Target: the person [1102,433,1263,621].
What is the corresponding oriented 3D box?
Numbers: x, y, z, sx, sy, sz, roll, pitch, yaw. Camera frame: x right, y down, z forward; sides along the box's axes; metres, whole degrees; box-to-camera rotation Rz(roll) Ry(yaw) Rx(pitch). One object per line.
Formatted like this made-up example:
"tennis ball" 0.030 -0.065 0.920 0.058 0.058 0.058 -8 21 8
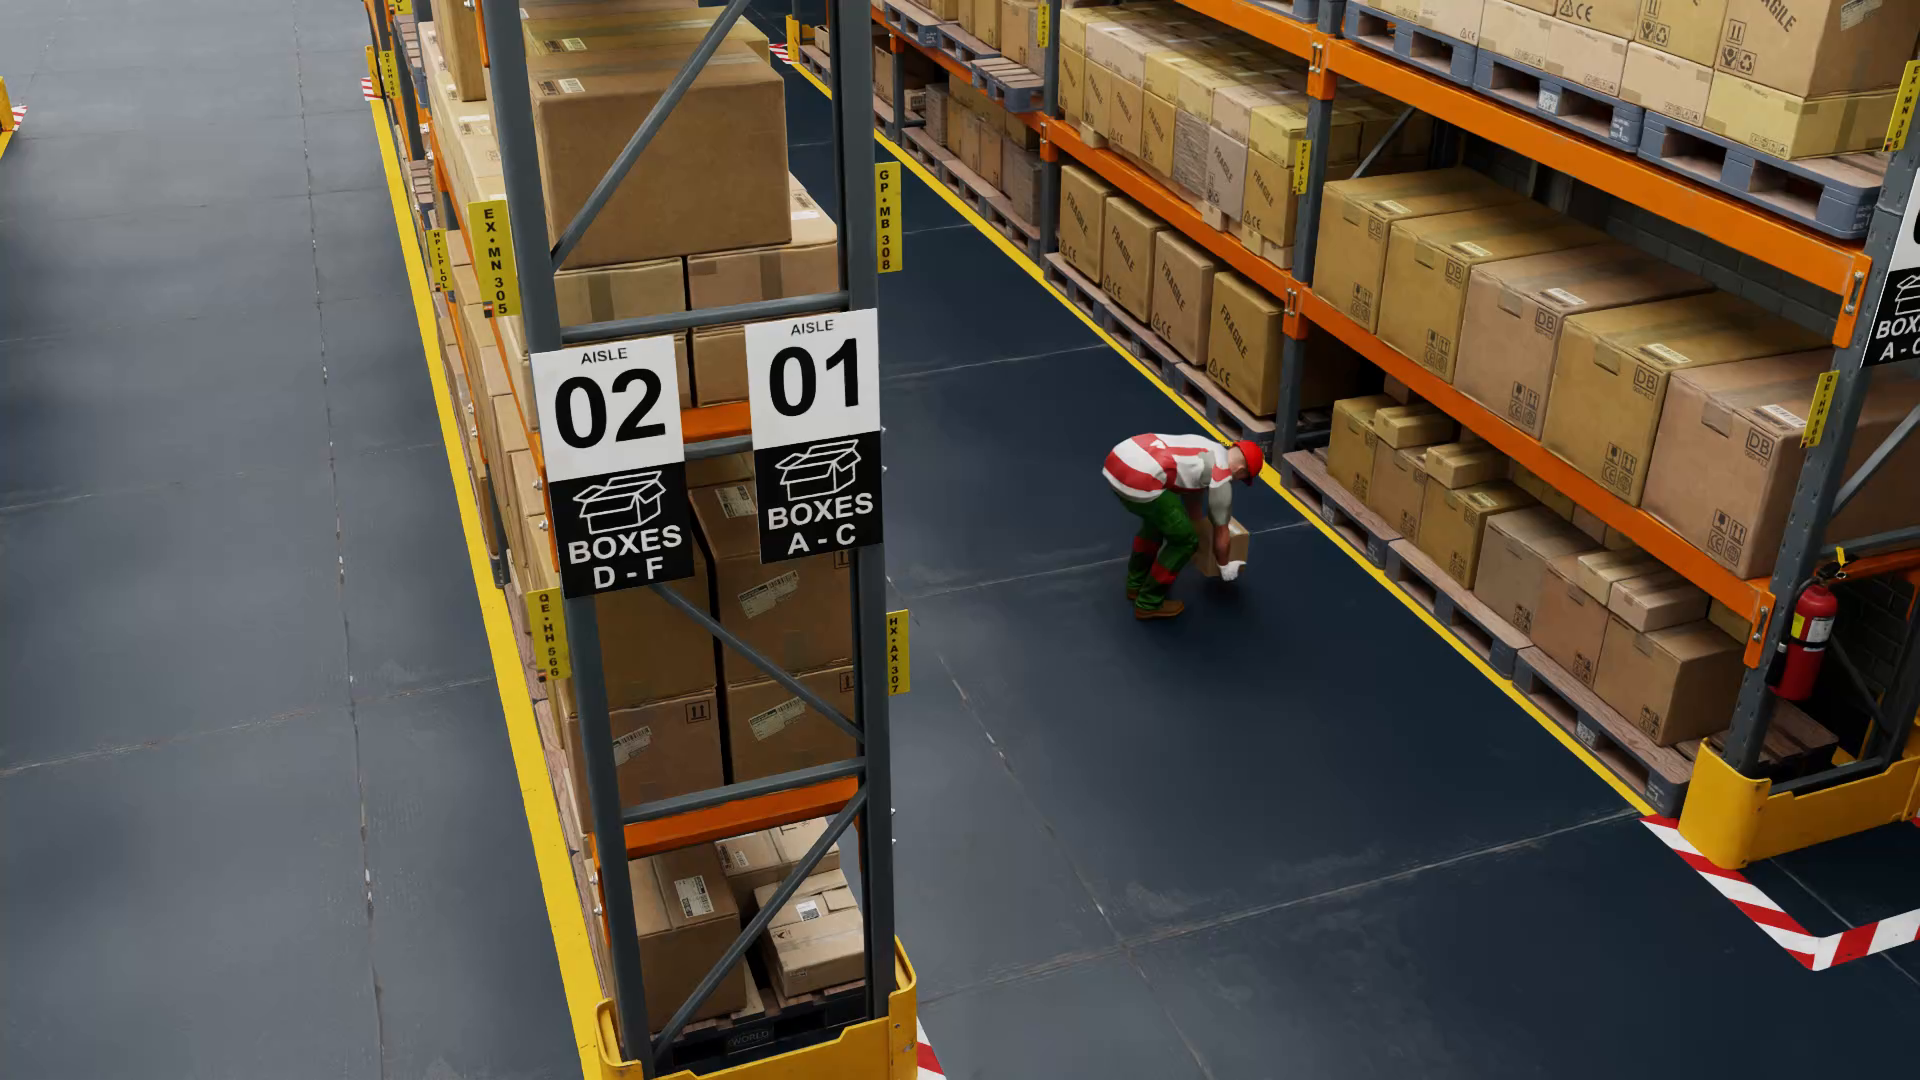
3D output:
"person" 1.255 -0.131 9.297 0.959 1.049 0.509 -12 32 -20
